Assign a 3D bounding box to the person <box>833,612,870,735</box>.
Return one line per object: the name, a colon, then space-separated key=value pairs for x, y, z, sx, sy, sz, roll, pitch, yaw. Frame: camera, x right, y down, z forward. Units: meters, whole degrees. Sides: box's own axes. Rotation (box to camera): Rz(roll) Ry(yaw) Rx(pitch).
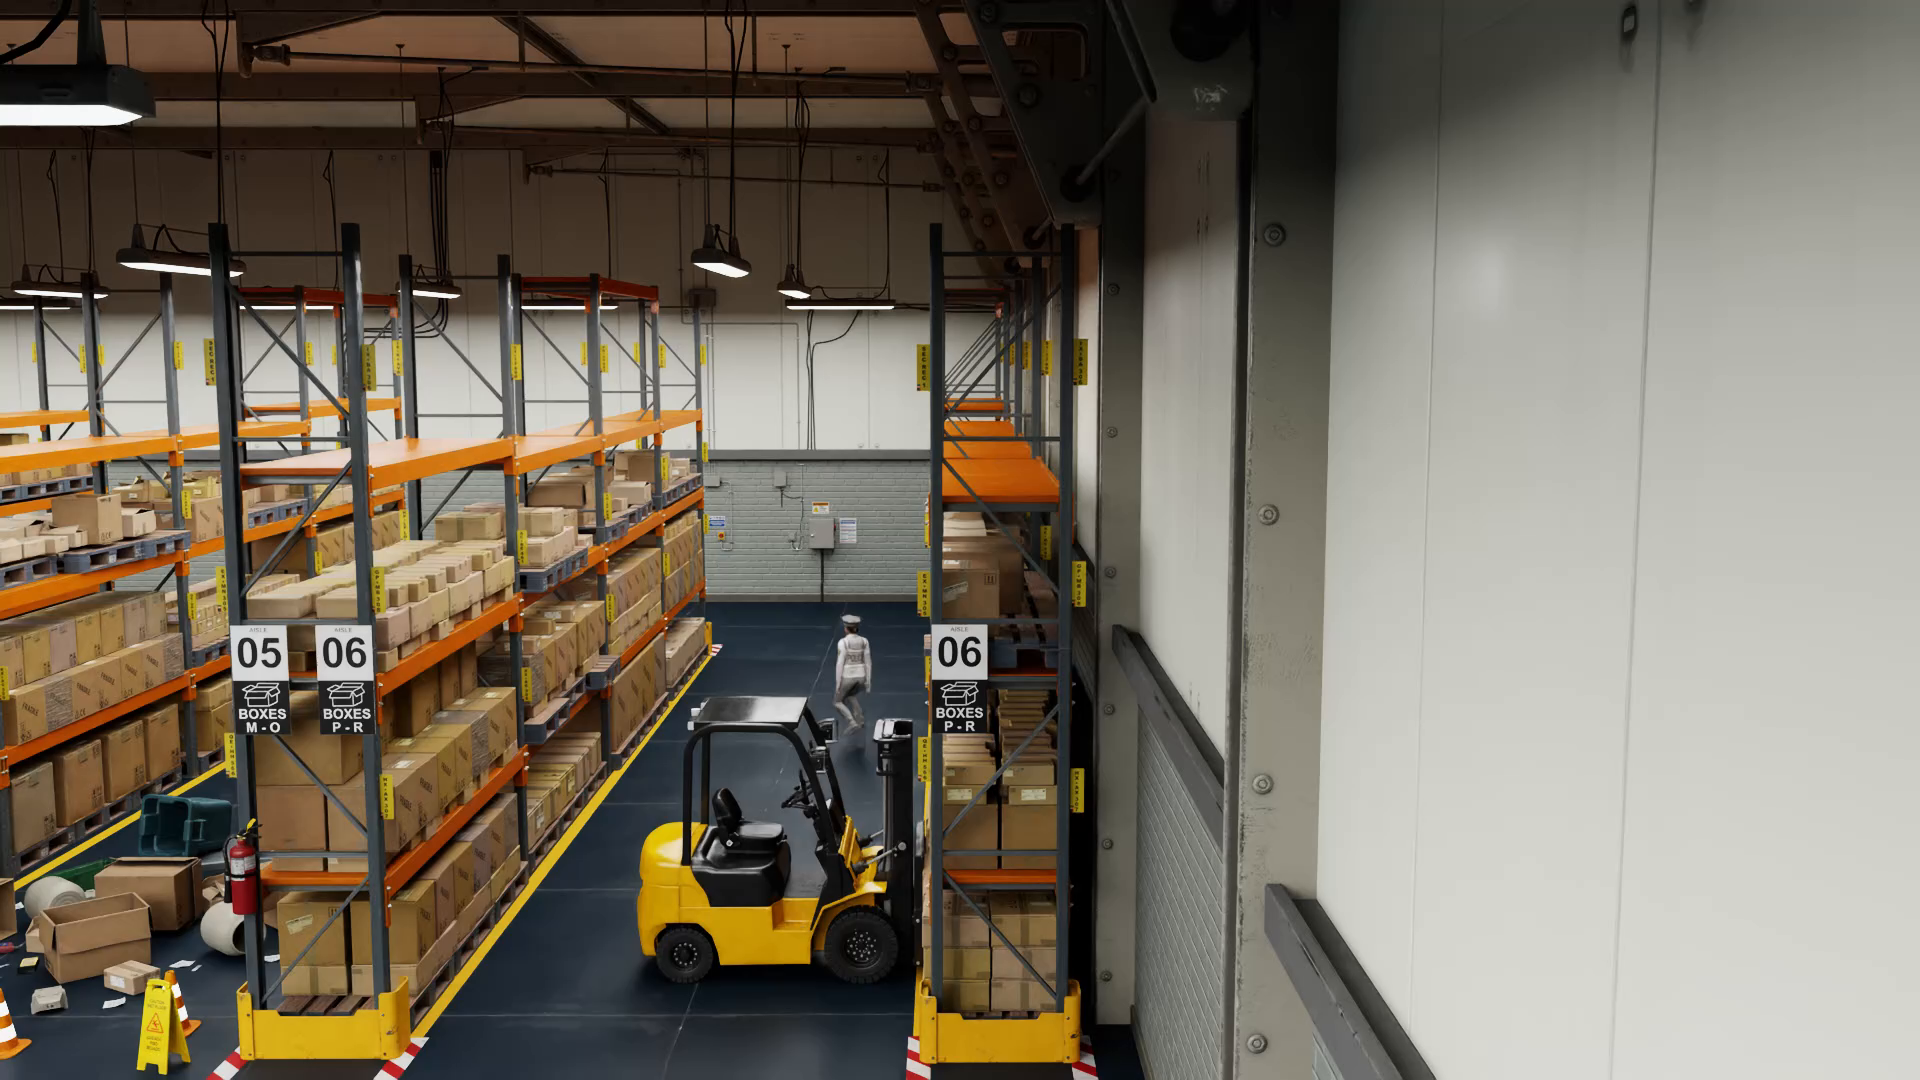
person: x=-1.386 y=1.715 z=21.359 sx=0.515 sy=1.561 sz=0.574 roll=-6 pitch=9 yaw=-40
